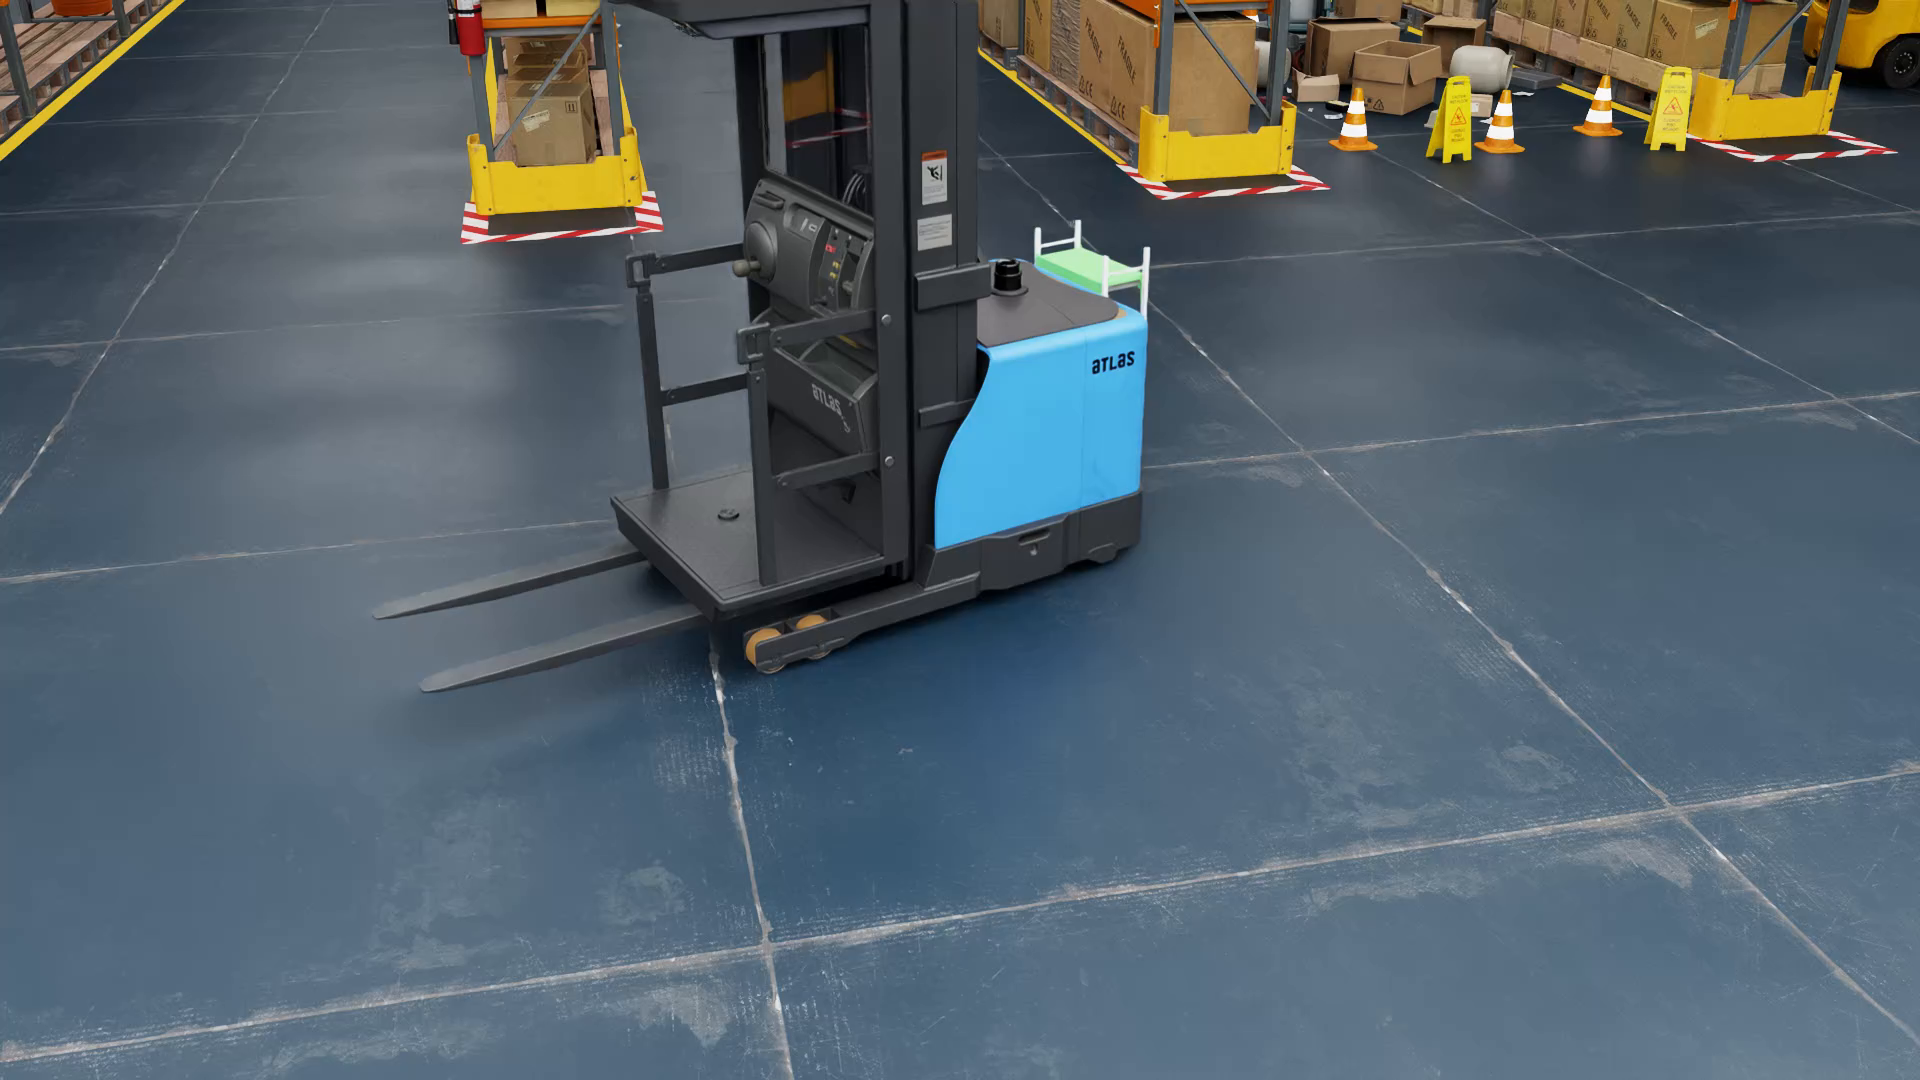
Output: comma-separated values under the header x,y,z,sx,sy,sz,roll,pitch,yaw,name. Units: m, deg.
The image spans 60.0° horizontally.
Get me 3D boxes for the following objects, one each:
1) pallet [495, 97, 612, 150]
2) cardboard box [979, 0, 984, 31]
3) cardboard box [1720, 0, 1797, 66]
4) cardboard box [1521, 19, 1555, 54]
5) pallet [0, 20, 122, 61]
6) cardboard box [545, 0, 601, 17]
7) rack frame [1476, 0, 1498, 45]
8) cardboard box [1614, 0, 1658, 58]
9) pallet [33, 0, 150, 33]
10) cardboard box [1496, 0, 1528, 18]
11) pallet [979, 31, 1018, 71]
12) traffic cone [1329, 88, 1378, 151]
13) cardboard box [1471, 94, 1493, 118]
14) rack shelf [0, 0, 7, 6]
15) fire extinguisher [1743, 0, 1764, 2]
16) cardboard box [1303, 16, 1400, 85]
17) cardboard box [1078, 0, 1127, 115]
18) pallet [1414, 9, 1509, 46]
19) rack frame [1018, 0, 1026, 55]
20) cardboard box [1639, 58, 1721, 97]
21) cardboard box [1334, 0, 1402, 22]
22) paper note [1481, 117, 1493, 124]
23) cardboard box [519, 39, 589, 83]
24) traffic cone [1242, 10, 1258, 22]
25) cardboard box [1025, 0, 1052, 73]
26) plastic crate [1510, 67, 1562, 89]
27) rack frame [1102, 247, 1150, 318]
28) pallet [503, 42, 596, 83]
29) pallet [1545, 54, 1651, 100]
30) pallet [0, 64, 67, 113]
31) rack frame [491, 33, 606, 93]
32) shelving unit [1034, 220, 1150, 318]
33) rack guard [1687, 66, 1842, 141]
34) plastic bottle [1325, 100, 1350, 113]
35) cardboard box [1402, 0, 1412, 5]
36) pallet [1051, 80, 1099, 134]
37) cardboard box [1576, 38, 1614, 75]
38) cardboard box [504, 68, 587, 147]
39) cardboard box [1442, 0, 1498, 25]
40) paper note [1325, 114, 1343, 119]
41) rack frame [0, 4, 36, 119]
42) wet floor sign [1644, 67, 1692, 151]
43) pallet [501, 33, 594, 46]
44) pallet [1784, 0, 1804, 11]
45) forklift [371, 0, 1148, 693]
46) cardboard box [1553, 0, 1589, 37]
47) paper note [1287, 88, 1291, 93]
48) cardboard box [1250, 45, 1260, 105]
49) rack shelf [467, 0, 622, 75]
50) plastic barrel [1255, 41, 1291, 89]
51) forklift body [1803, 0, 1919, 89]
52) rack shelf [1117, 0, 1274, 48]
x,y,z,sx,sy,sz,roll,pitch,yaw,name
-3.324,-3.427,13.806,1.003,0.211,1.213,-6,27,-12,pallet
0.625,-5.830,17.502,1.050,0.750,0.750,-6,27,-12,cardboard box
6.850,-4.438,14.466,0.500,0.500,0.500,-7,28,-13,cardboard box
5.868,-4.947,16.307,0.500,0.250,0.500,-4,27,-9,cardboard box
-9.379,-5.164,17.247,1.003,0.211,1.213,-6,27,-12,pallet
-2.719,-3.781,11.691,0.380,0.149,0.250,-6,27,-12,cardboard box
5.867,-6.506,16.811,1.000,3.000,0.127,-6,27,-12,rack frame
6.212,-4.599,14.786,0.500,0.500,0.500,-5,27,-10,cardboard box
-9.734,-5.850,18.606,1.003,0.211,1.213,-6,27,-12,pallet
5.736,-5.515,16.600,0.500,0.500,0.500,-5,27,-9,cardboard box
0.819,-5.045,17.012,1.003,0.211,1.213,-6,27,-12,pallet
3.232,-3.448,13.568,0.336,0.463,0.334,-6,27,-12,traffic cone
4.505,-3.848,14.708,0.380,0.149,0.250,8,28,15,cardboard box
-8.163,-3.798,12.244,1.077,0.370,4.000,-6,27,-12,rack shelf
6.345,-4.619,13.158,0.296,0.674,0.183,-6,27,-12,fire extinguisher
3.687,-4.620,15.694,0.797,0.637,0.503,-6,27,-12,cardboard box
1.551,-4.119,13.974,0.875,0.875,0.875,-6,27,-12,cardboard box
5.690,-5.603,18.117,1.003,0.211,1.213,-6,27,-12,pallet
1.067,-5.959,15.728,1.000,3.000,0.127,-6,27,-12,rack frame
6.318,-4.048,14.527,0.500,0.250,0.500,-6,27,-12,cardboard box
4.139,-5.534,16.820,0.500,0.500,0.500,-6,27,-12,cardboard box
4.616,-3.638,14.423,0.148,0.019,0.142,-16,31,-29,paper note
-3.384,-3.877,13.910,0.500,0.500,0.500,-8,28,-16,cardboard box
3.183,-5.802,18.231,0.336,0.463,0.334,-6,27,-12,traffic cone
1.140,-4.915,15.551,0.875,0.875,0.875,-6,27,-11,cardboard box
5.421,-4.430,15.939,0.402,0.080,0.583,-16,31,-29,plastic crate
0.699,-0.675,7.255,0.240,1.200,0.015,-16,31,-29,rack frame
-3.965,-4.597,16.123,1.003,0.211,1.213,-6,27,-12,pallet
6.331,-4.434,15.800,1.003,0.211,1.213,-6,27,-12,pallet
-8.829,-4.093,15.125,1.003,0.211,1.213,-6,27,-12,pallet
-3.789,-5.500,14.818,1.000,3.000,0.127,-6,27,-12,rack frame
0.567,-0.767,7.438,0.258,1.200,0.503,-16,31,-29,shelving unit
6.751,-3.668,13.962,1.175,0.500,0.348,-6,27,-12,rack guard
3.368,-3.886,14.881,0.133,0.061,0.283,-16,31,-29,plastic bottle
5.422,-6.371,18.994,0.950,0.372,0.625,-5,27,-10,cardboard box
1.440,-3.836,14.616,1.003,0.211,1.213,-6,27,-12,pallet
6.091,-4.495,15.412,0.500,0.250,0.500,-7,28,-13,cardboard box
-3.180,-3.350,12.867,0.500,0.500,0.500,1,27,2,cardboard box
5.746,-5.751,17.765,0.950,0.372,0.625,-6,27,-11,cardboard box
3.278,-3.720,14.587,0.144,0.017,0.142,3,27,6,paper note
-8.614,-4.997,13.821,1.000,3.000,0.127,-6,27,-12,rack frame
5.768,-3.507,13.482,0.267,0.644,0.232,3,27,6,wet floor sign
-4.244,-5.133,17.186,1.003,0.211,1.213,-6,27,-12,pallet
10.219,-6.623,20.138,1.003,0.211,1.213,-6,27,-12,pallet
-0.748,-1.078,6.133,3.031,2.935,1.130,-16,31,-29,forklift
5.984,-5.053,15.685,0.500,0.500,0.500,-5,27,-9,cardboard box
3.156,-4.220,15.585,0.172,0.023,0.155,3,27,6,paper note
2.416,-4.267,15.147,0.500,0.500,0.500,-1,27,-3,cardboard box
-3.338,-4.301,13.240,1.077,0.370,4.000,-6,27,-12,rack shelf
2.817,-4.467,15.630,0.512,0.421,0.421,13,30,24,plastic barrel
9.398,-5.524,15.808,2.313,2.155,1.214,-6,27,-12,forklift body
1.517,-4.760,14.150,1.077,0.370,4.000,-6,27,-12,rack shelf
